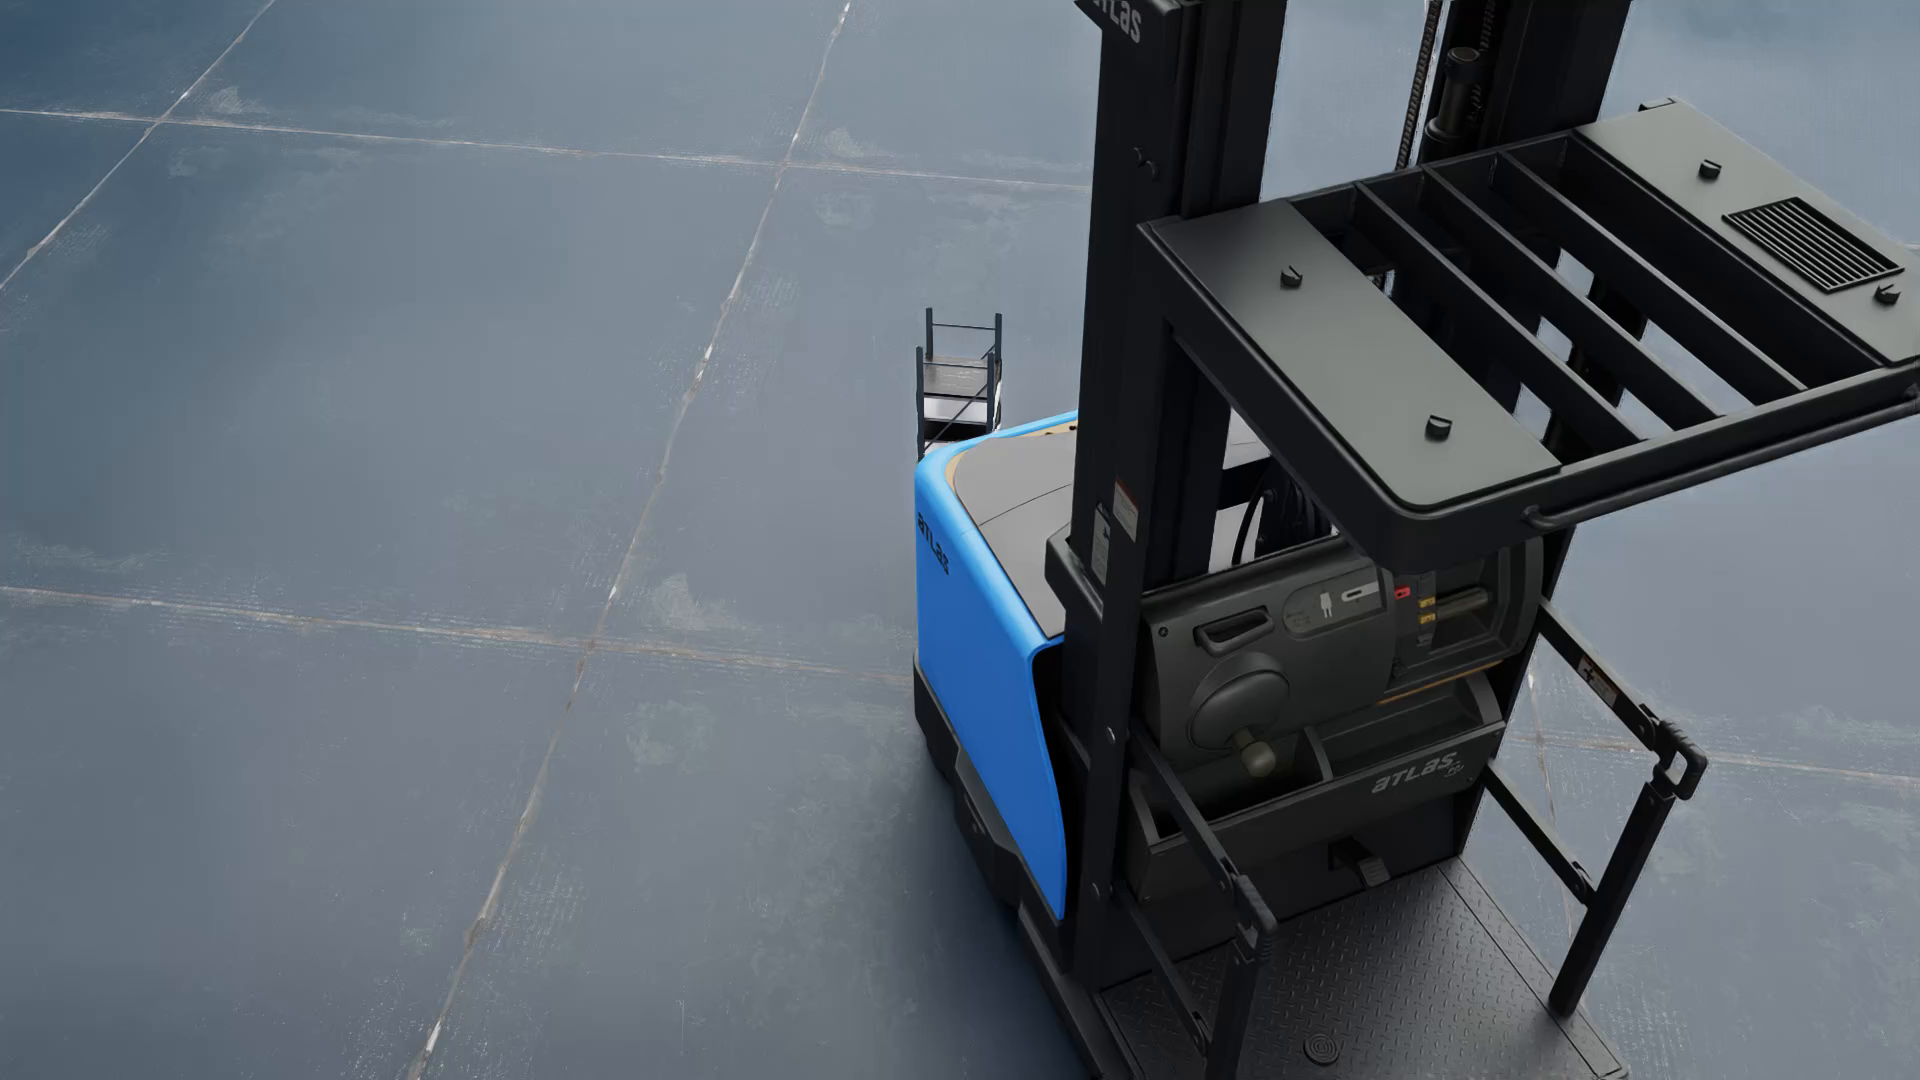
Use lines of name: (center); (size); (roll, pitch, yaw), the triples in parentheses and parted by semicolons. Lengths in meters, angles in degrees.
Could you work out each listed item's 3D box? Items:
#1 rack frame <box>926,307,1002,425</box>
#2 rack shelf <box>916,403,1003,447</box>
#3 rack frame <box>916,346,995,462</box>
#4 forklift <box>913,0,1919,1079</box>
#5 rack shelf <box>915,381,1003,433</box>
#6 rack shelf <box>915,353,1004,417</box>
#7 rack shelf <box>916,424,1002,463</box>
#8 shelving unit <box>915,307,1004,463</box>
rack frame: (0.012, -0.391, 5.508); (0.240, 0.900, 0.006); (5, 44, 6)
rack shelf: (-0.001, -0.362, 5.396); (0.258, 0.077, 0.200); (5, 44, 6)
rack frame: (-0.015, -0.252, 5.362); (0.240, 0.900, 0.006); (5, 44, 6)
forklift: (0.899, 0.289, 3.313); (1.130, 2.935, 3.031); (-16, 46, -16)
rack shelf: (-0.001, -0.428, 5.334); (0.258, 0.077, 0.200); (5, 44, 6)
rack shelf: (-0.001, -0.493, 5.272); (0.258, 0.077, 0.200); (5, 44, 6)
rack shelf: (-0.001, -0.297, 5.458); (0.258, 0.077, 0.200); (5, 44, 6)
shelving unit: (-0.001, -0.321, 5.435); (0.258, 0.900, 0.210); (5, 44, 6)
